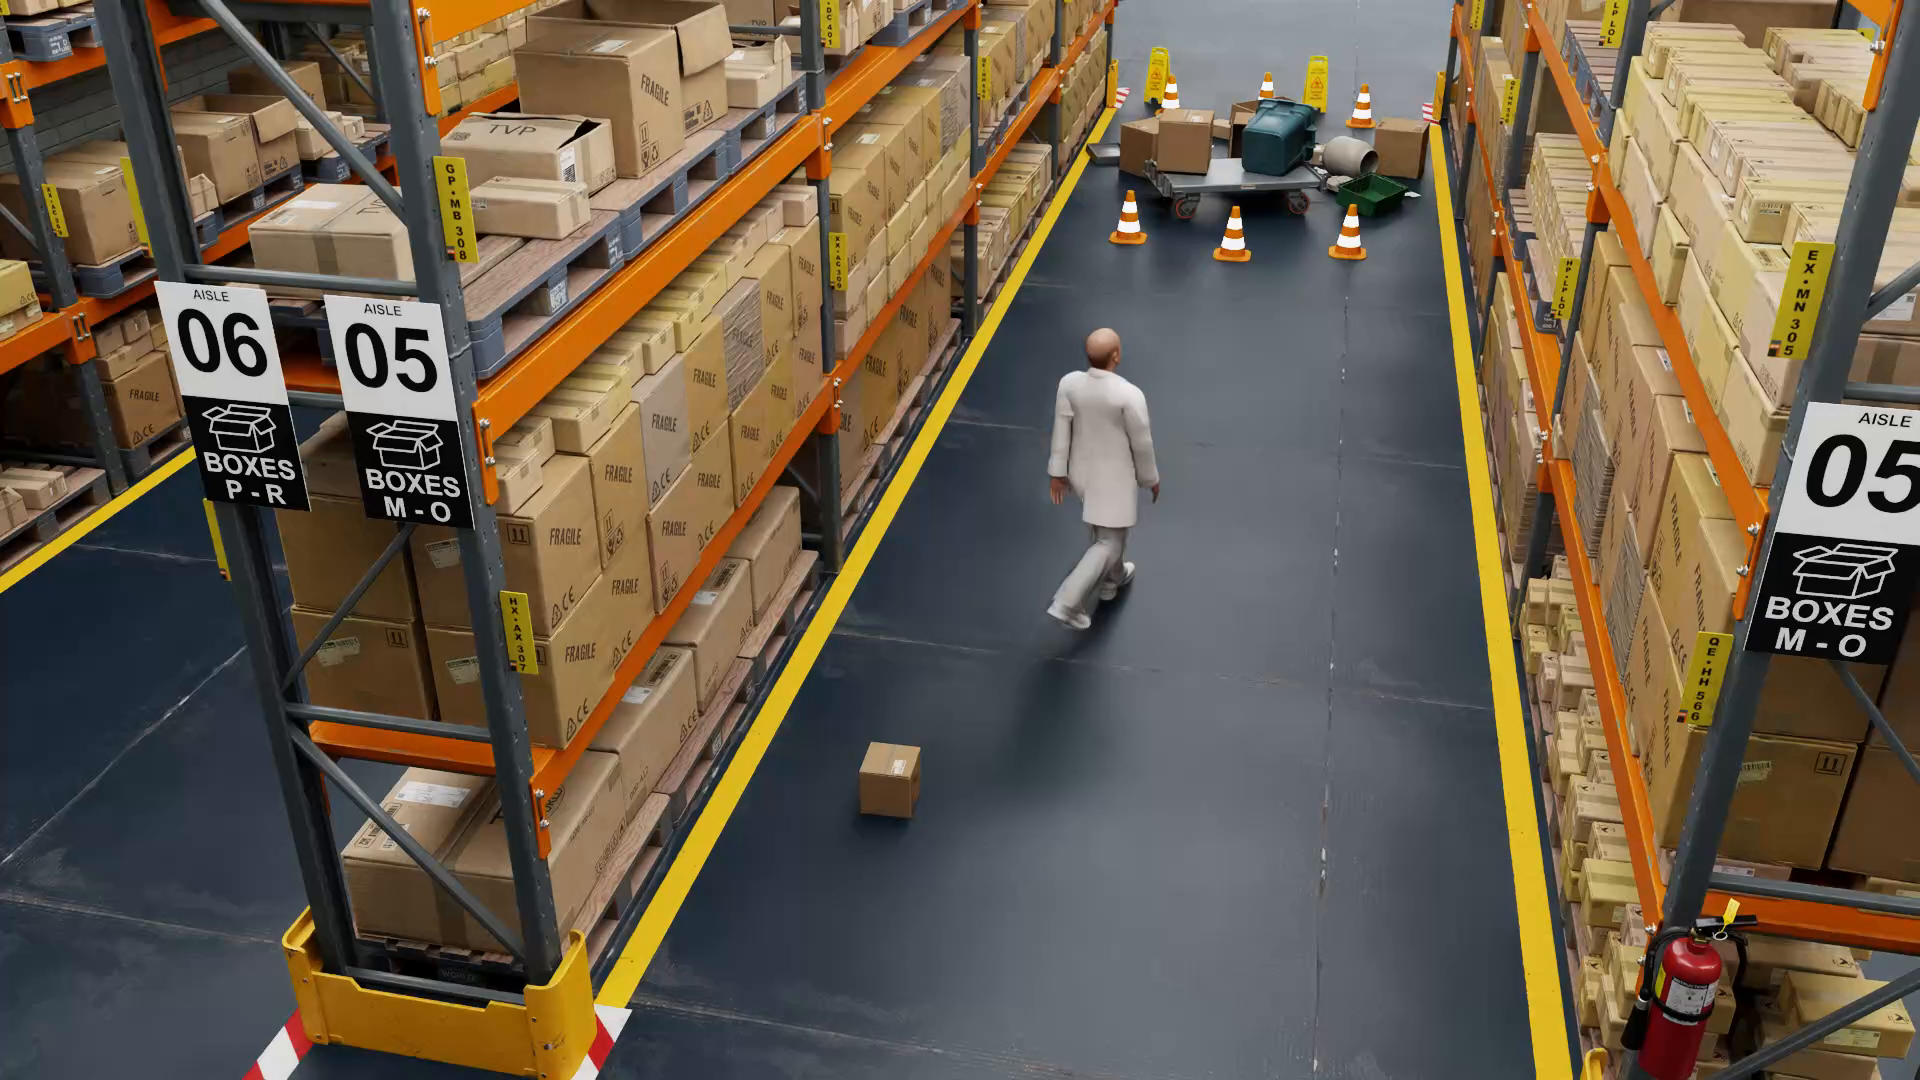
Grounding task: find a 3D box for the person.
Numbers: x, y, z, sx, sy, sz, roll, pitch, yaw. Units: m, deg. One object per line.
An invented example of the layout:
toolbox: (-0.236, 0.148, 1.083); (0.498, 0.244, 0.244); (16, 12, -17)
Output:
person: (0.780, -0.341, 9.262); (0.587, 1.739, 1.034); (21, 35, 33)
